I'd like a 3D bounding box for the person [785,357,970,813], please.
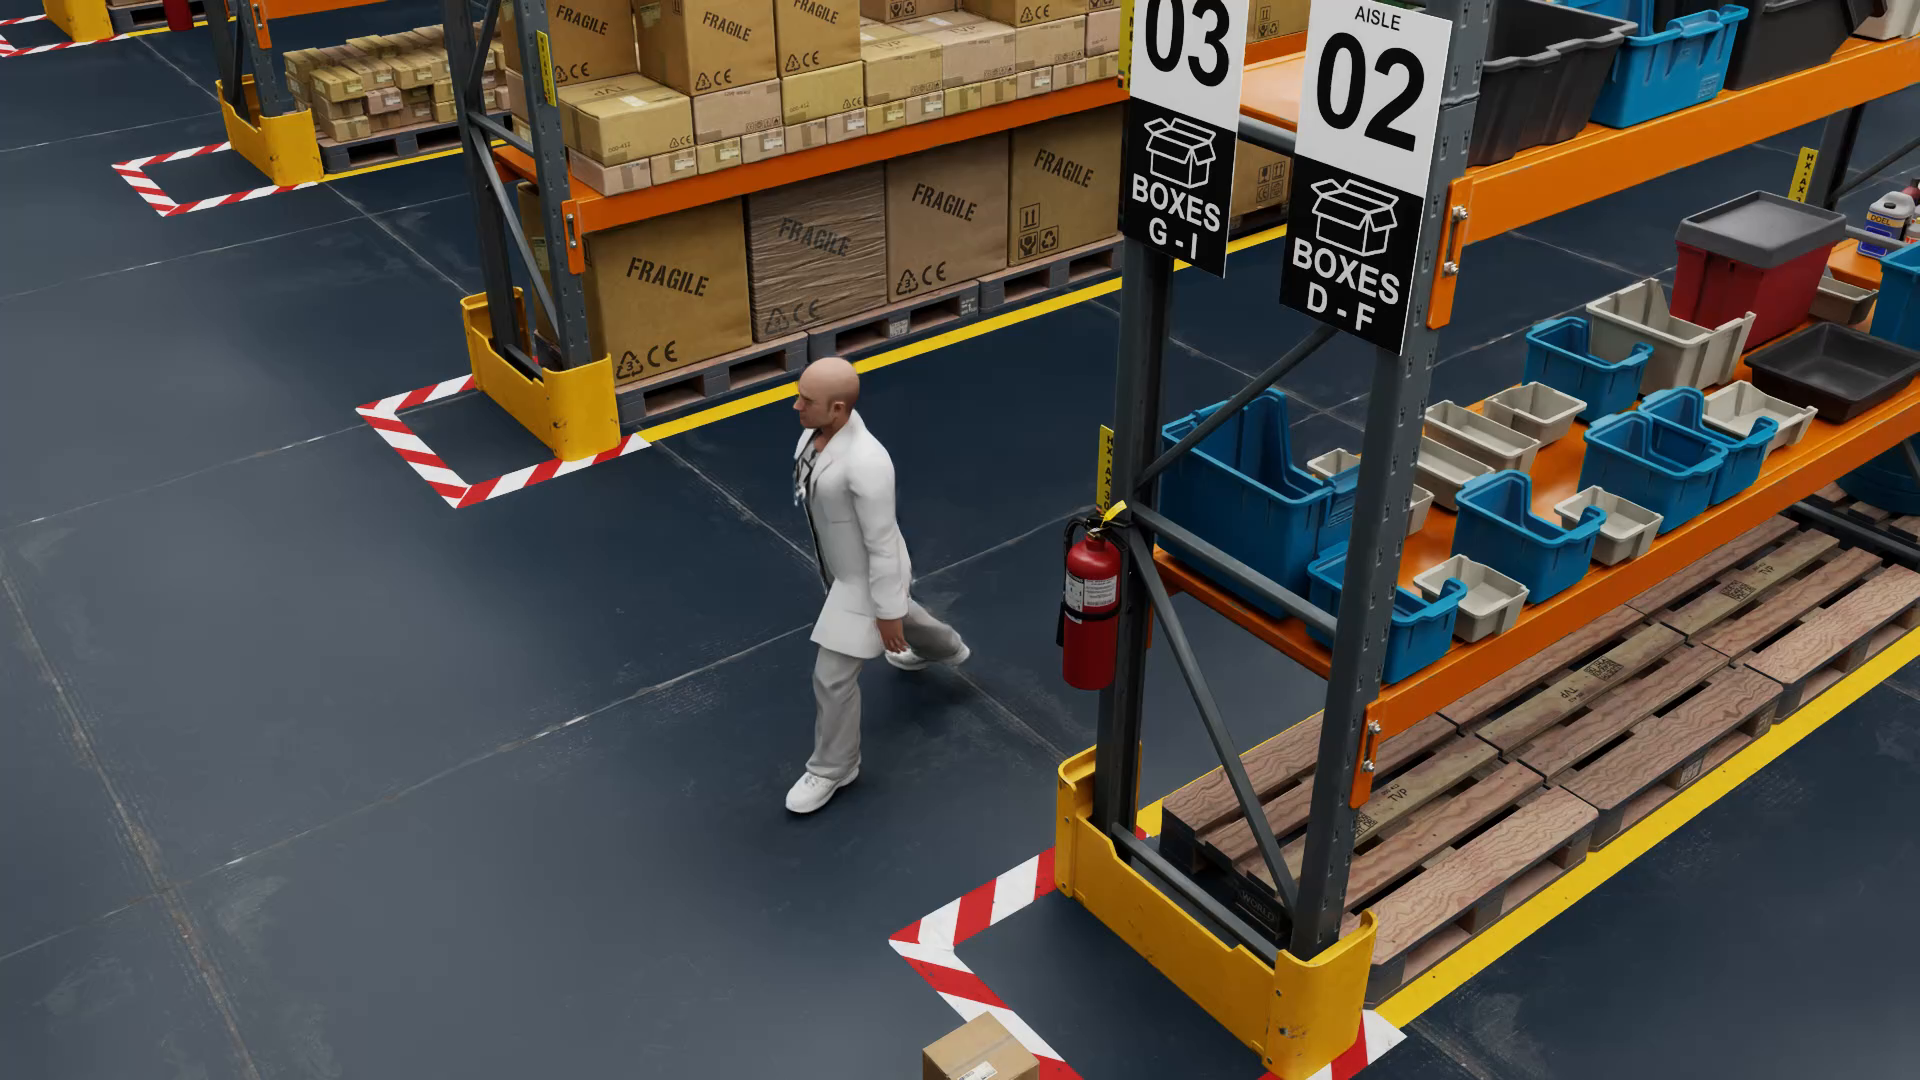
[{"bbox_3d":[-0.322,0.050,6.096,0.957,1.727,0.840,-13,34,-20],"label":"person"}]
